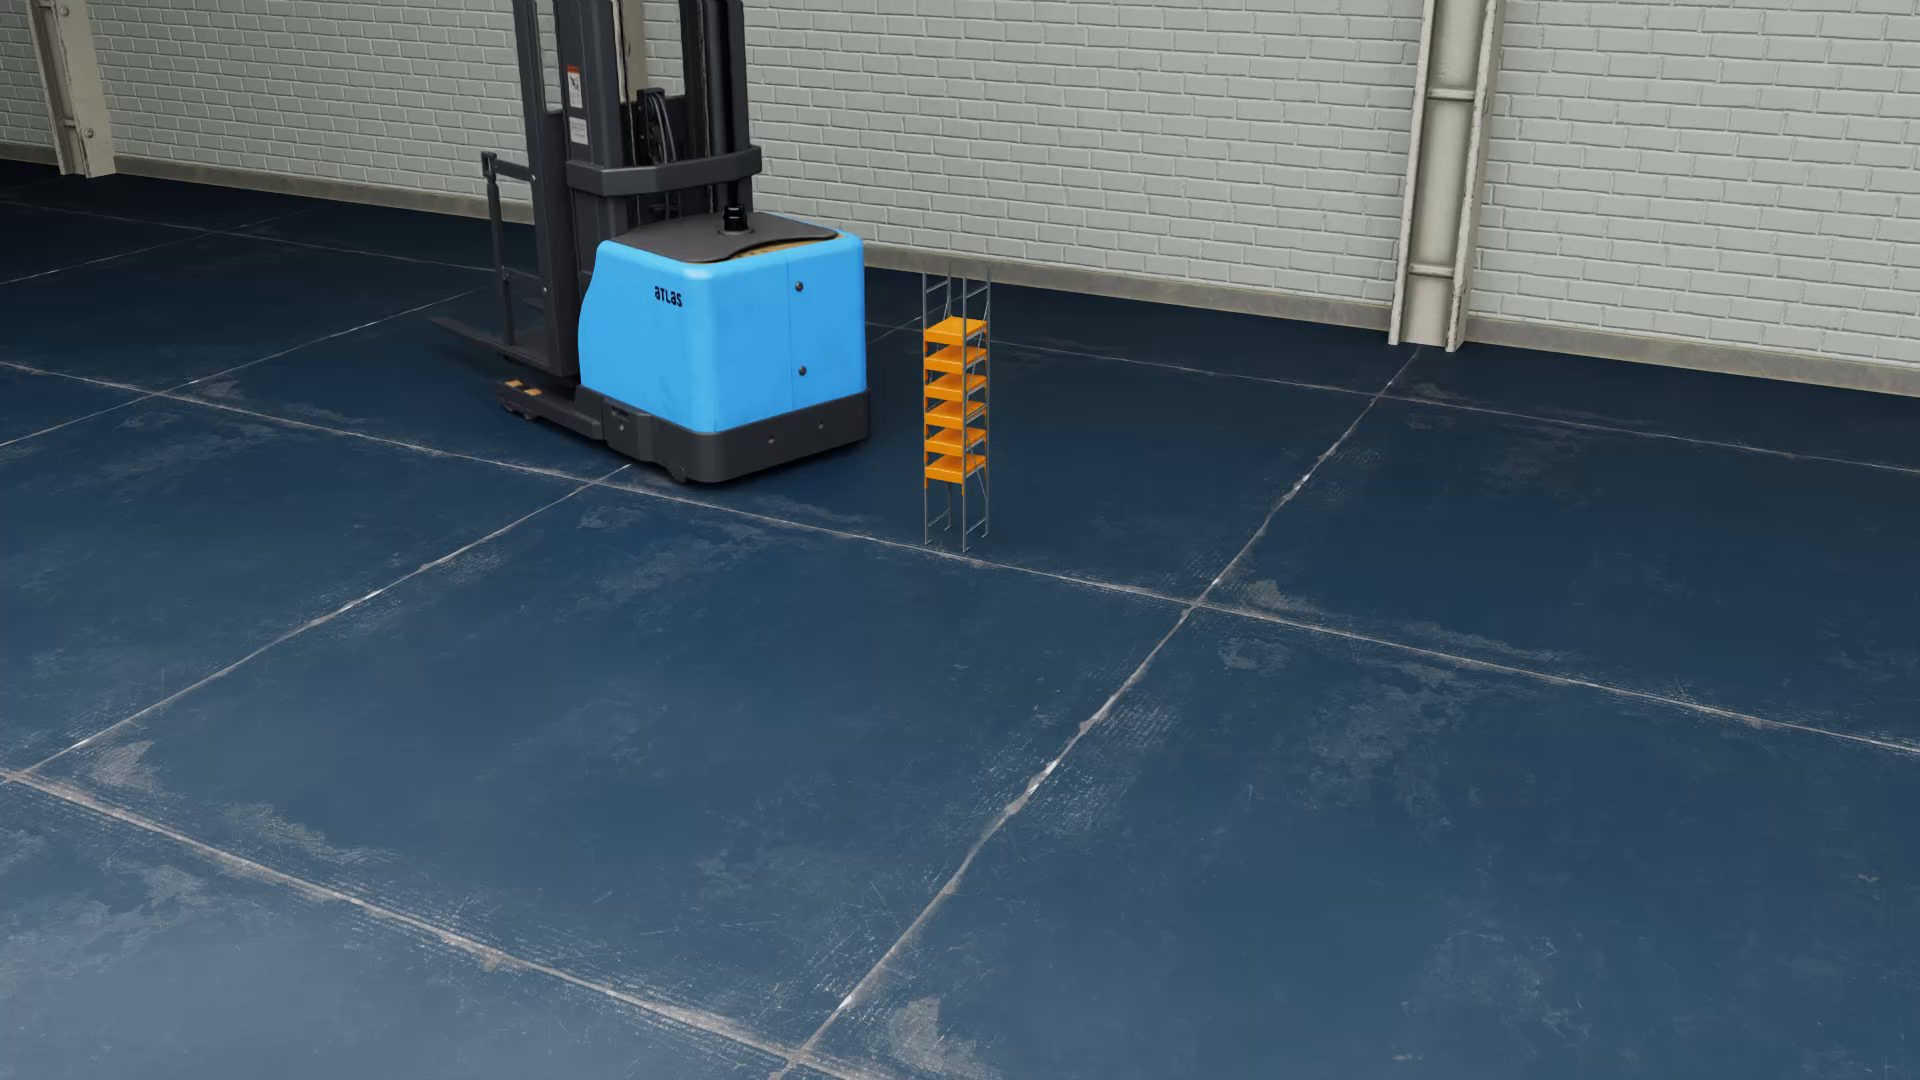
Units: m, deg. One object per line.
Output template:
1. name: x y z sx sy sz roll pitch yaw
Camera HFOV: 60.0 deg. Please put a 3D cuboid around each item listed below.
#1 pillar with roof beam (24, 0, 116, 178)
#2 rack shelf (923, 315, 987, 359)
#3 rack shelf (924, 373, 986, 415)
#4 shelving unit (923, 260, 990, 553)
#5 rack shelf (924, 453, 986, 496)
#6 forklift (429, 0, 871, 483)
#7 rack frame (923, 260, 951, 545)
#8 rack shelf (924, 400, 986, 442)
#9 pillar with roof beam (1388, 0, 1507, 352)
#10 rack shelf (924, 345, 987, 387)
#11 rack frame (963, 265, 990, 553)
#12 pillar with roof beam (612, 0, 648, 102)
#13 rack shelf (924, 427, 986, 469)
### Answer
1. pillar with roof beam: -9.824 -5.960 9.766 0.400 9.000 9.100 11 25 25
2. rack shelf: -0.013 -0.845 6.898 0.180 0.103 0.258 11 25 25
3. rack shelf: -0.013 -0.624 6.992 0.180 0.103 0.258 11 25 25
4. shelving unit: -0.013 -0.555 7.021 0.189 1.200 0.258 11 25 25
5. rack shelf: -0.013 -0.293 7.133 0.180 0.103 0.258 11 25 25
6. forklift: -1.824 -2.100 8.442 1.130 2.935 3.031 -20 30 -39
7. rack frame: -0.095 -0.571 7.059 0.006 1.200 0.240 11 25 25
8. rack shelf: -0.013 -0.514 7.039 0.180 0.103 0.258 11 25 25
9. pillar with roof beam: 0.885 -3.841 4.783 0.400 9.000 9.100 11 25 25
10. rack shelf: -0.013 -0.735 6.945 0.180 0.103 0.258 11 25 25
11. rack frame: 0.069 -0.539 6.983 0.006 1.200 0.240 11 25 25
12. pillar with roof beam: -4.469 -4.900 7.275 0.400 9.000 9.100 11 25 25
13. rack shelf: -0.013 -0.403 7.086 0.180 0.103 0.258 11 25 25
